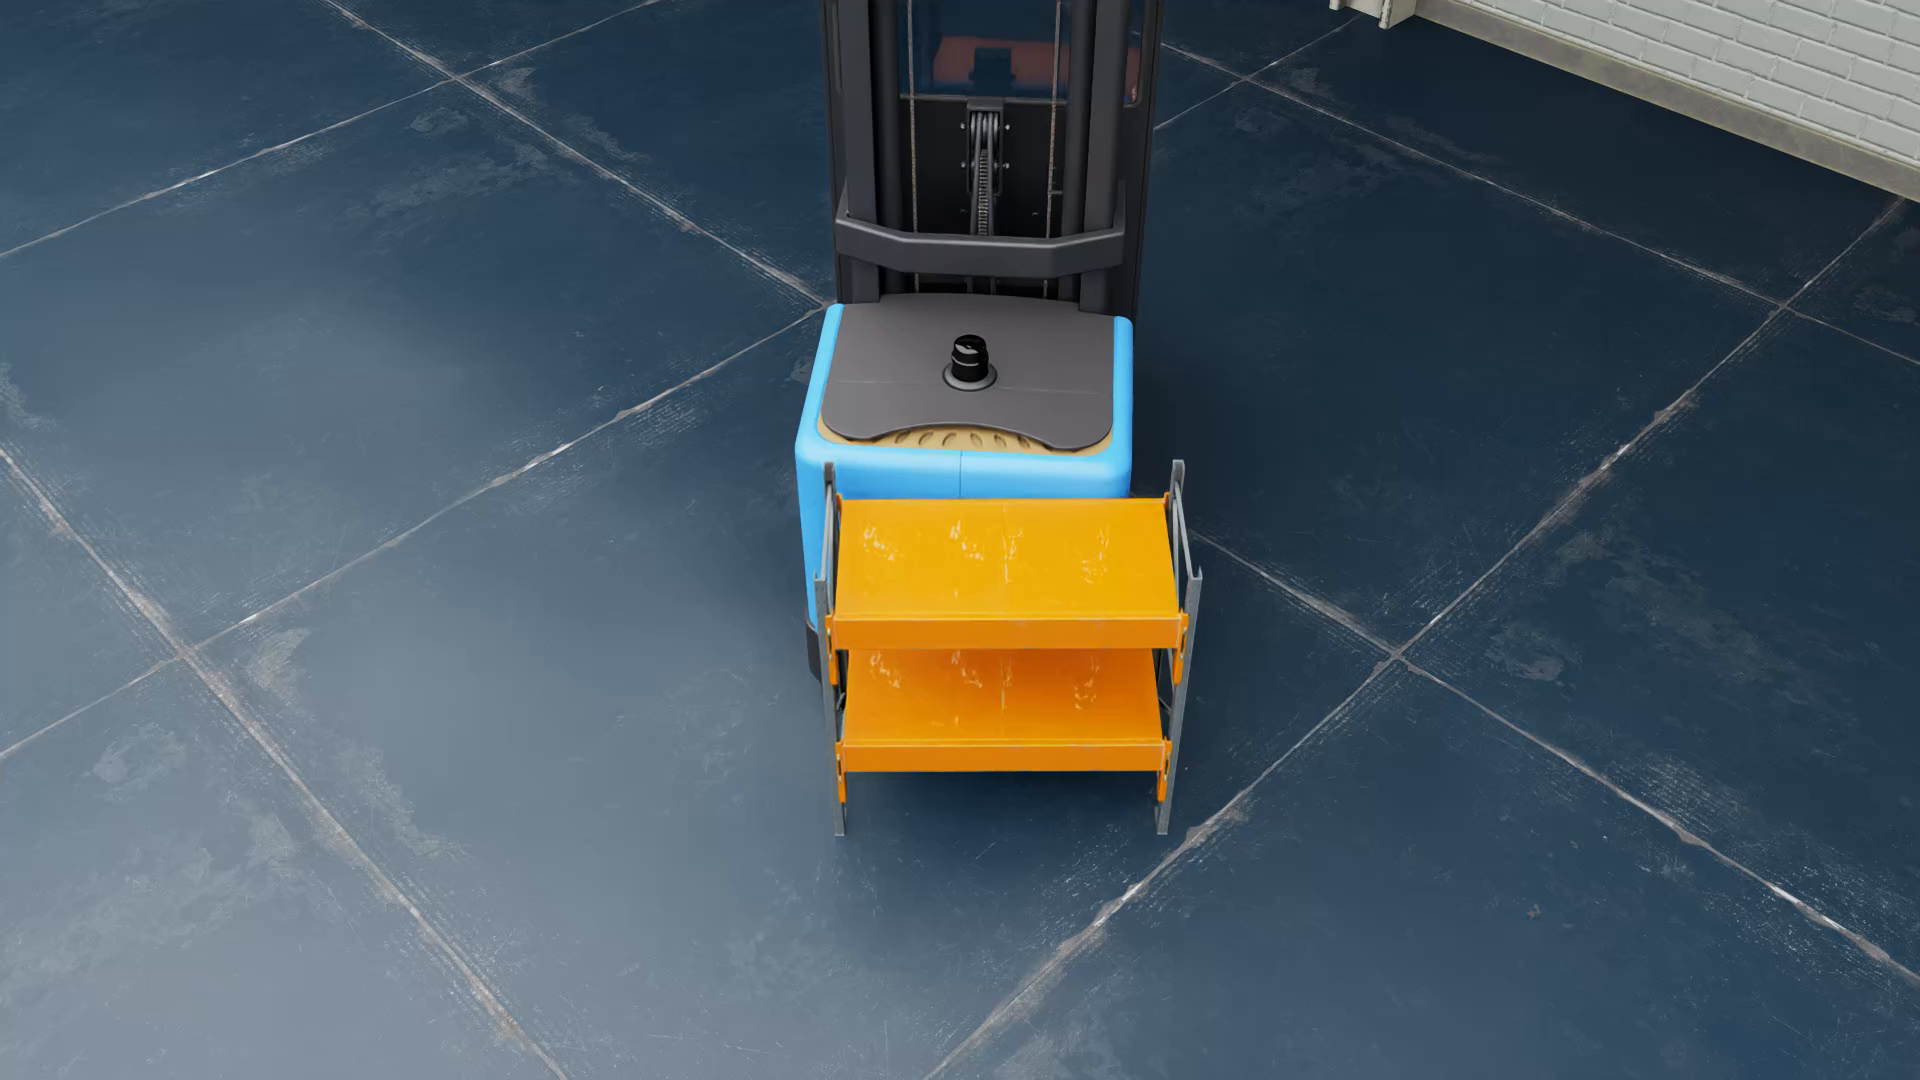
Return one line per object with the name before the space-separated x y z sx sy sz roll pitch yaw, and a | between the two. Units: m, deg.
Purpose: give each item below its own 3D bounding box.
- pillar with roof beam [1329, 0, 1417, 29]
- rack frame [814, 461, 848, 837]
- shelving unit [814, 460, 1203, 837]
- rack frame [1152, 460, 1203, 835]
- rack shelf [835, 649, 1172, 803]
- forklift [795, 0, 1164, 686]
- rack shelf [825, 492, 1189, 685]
pillar with roof beam | -0.679 -4.285 4.257 9.100 9.000 0.400 -34 53 -31
rack frame | -0.380 0.352 5.039 0.032 1.125 0.500 0 43 0
shelving unit | 0.128 0.350 5.041 1.048 1.125 0.538 0 43 0
rack frame | 0.637 0.348 5.043 0.032 1.125 0.500 0 43 0
rack shelf | 0.128 0.529 5.208 1.000 0.278 0.538 0 43 0
forklift | 0.118 -1.533 5.749 1.130 2.935 3.031 3 43 3
rack shelf | 0.128 0.136 4.842 1.000 0.278 0.538 0 43 0
